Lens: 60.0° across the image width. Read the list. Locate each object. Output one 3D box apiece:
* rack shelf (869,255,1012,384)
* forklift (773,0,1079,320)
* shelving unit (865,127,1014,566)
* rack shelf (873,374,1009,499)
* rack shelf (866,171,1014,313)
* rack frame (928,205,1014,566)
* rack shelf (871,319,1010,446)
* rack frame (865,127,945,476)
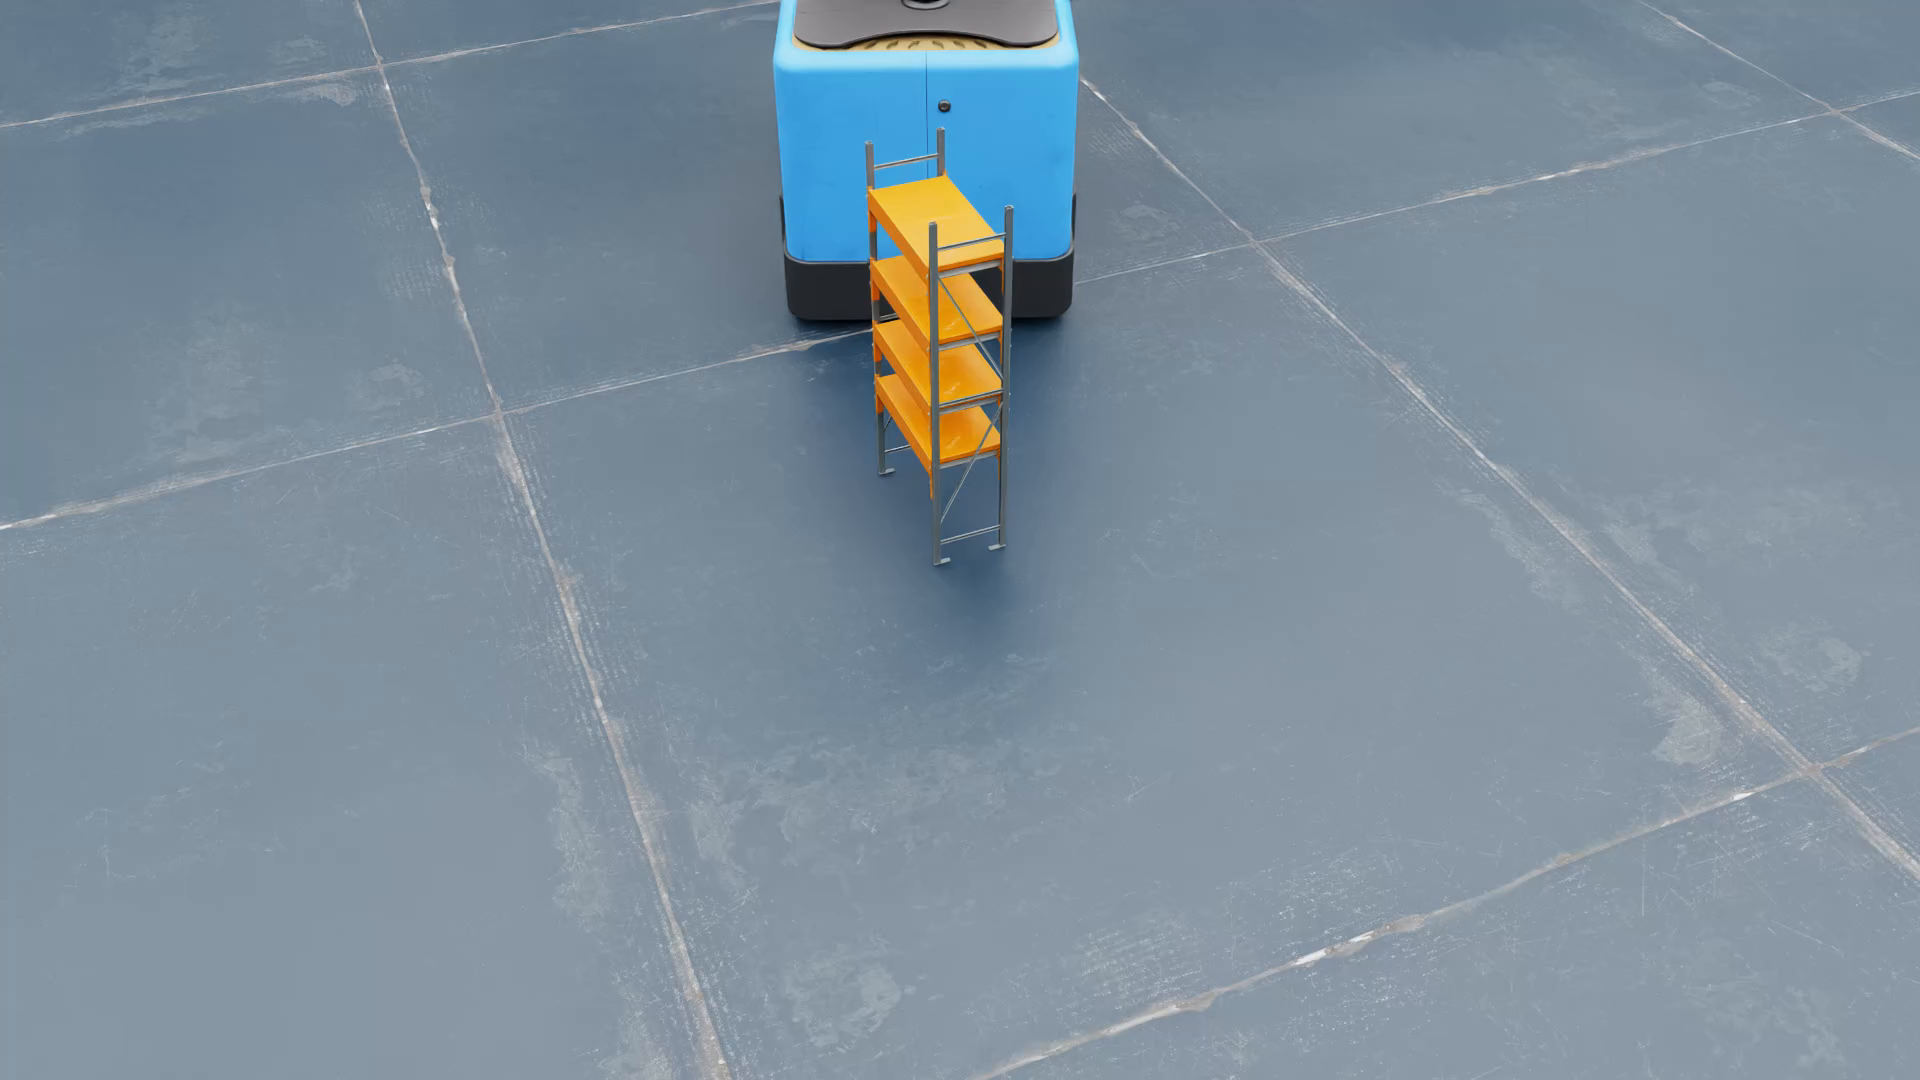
[{"bbox_3d":[-0.063,-0.673,4.873,0.258,0.148,0.480,-15,43,-17],"label":"rack shelf"},{"bbox_3d":[-0.142,-2.851,6.318,1.130,2.935,3.031,-1,41,-1],"label":"forklift"},{"bbox_3d":[-0.063,-0.555,4.975,0.258,1.200,0.503,-15,43,-17],"label":"shelving unit"},{"bbox_3d":[-0.063,-0.353,5.148,0.258,0.148,0.480,-15,43,-17],"label":"rack shelf"},{"bbox_3d":[-0.063,-0.853,4.719,0.258,0.148,0.480,-15,43,-17],"label":"rack shelf"},{"bbox_3d":[0.030,-0.408,4.804,0.240,1.200,0.015,-15,43,-17],"label":"rack frame"},{"bbox_3d":[-0.063,-0.504,5.019,0.258,0.148,0.480,-15,43,-17],"label":"rack shelf"},{"bbox_3d":[-0.157,-0.702,5.146,0.240,1.200,0.015,-15,43,-17],"label":"rack frame"}]
